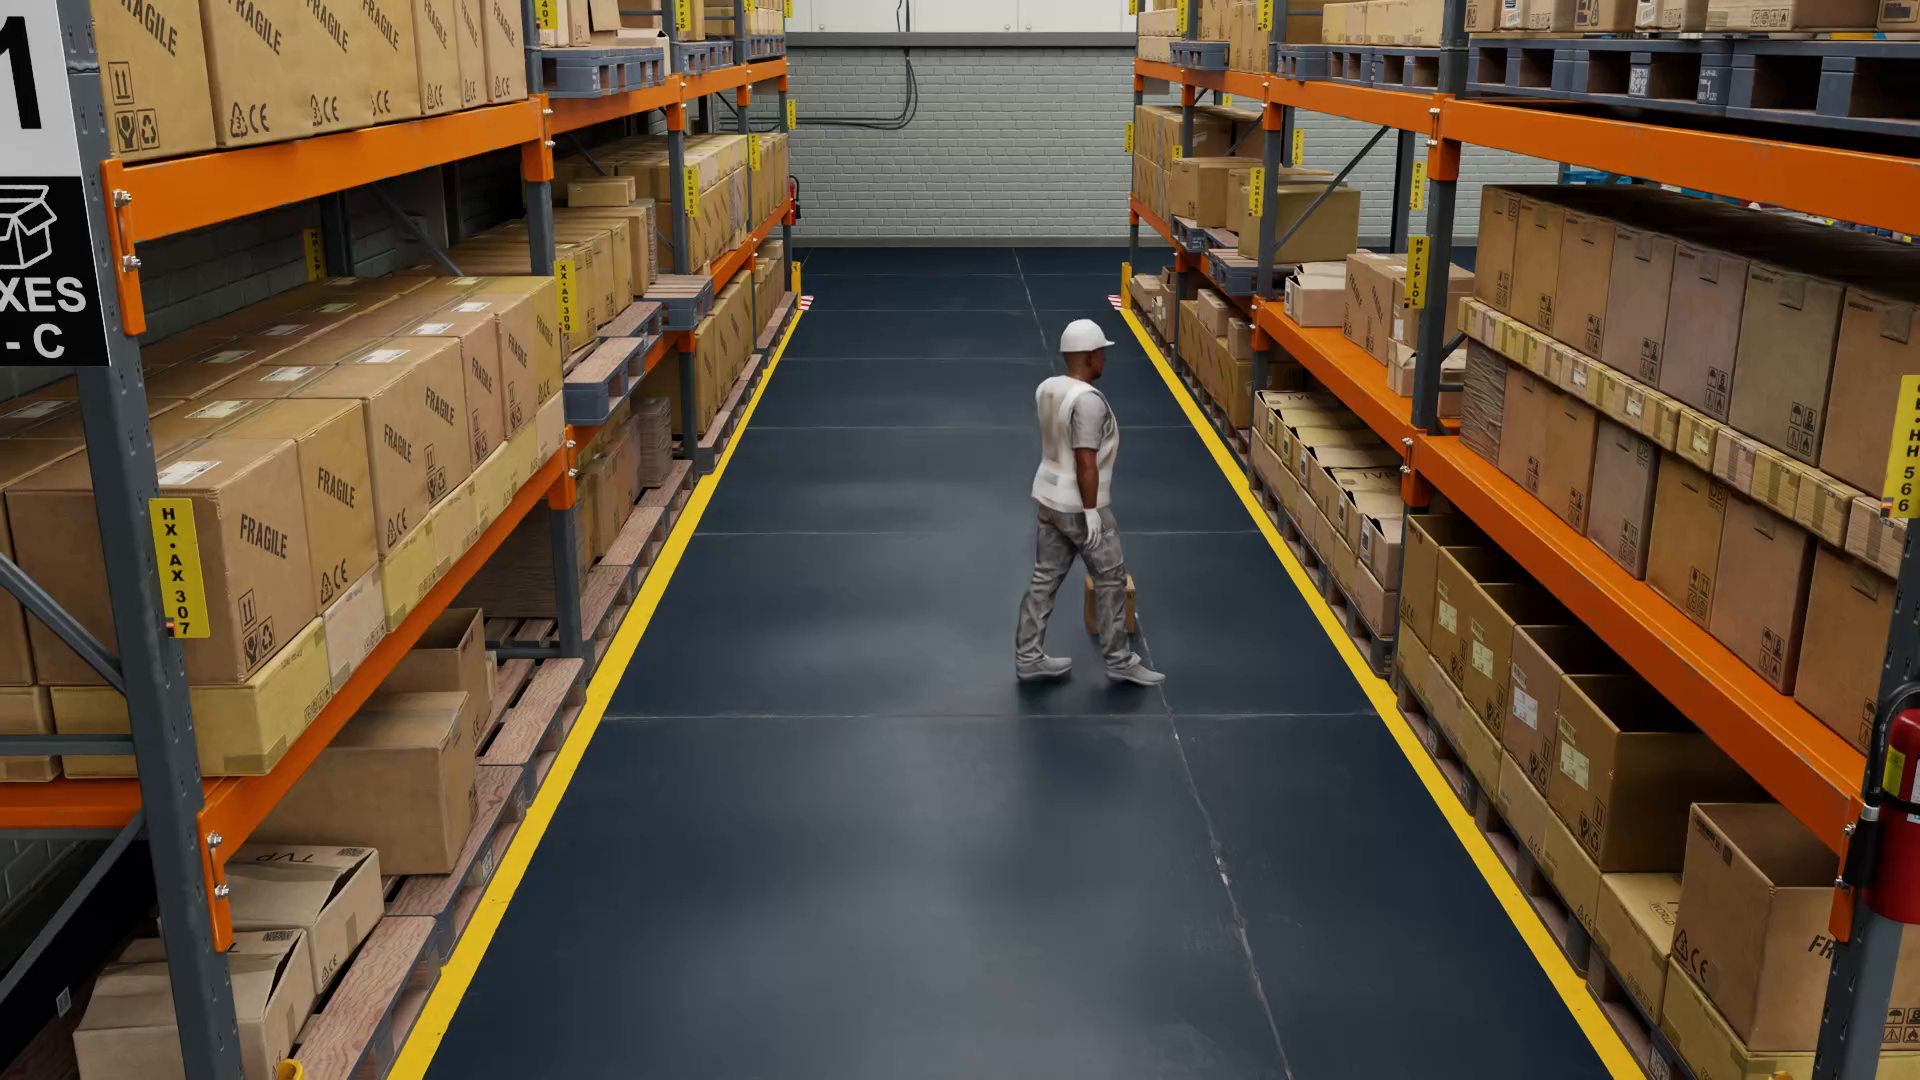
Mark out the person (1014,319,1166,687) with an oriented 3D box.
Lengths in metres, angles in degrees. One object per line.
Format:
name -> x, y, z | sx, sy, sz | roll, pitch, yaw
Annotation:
person -> 0.614, -0.169, 8.065 | 0.690, 1.795, 0.596 | -7, 18, -23
